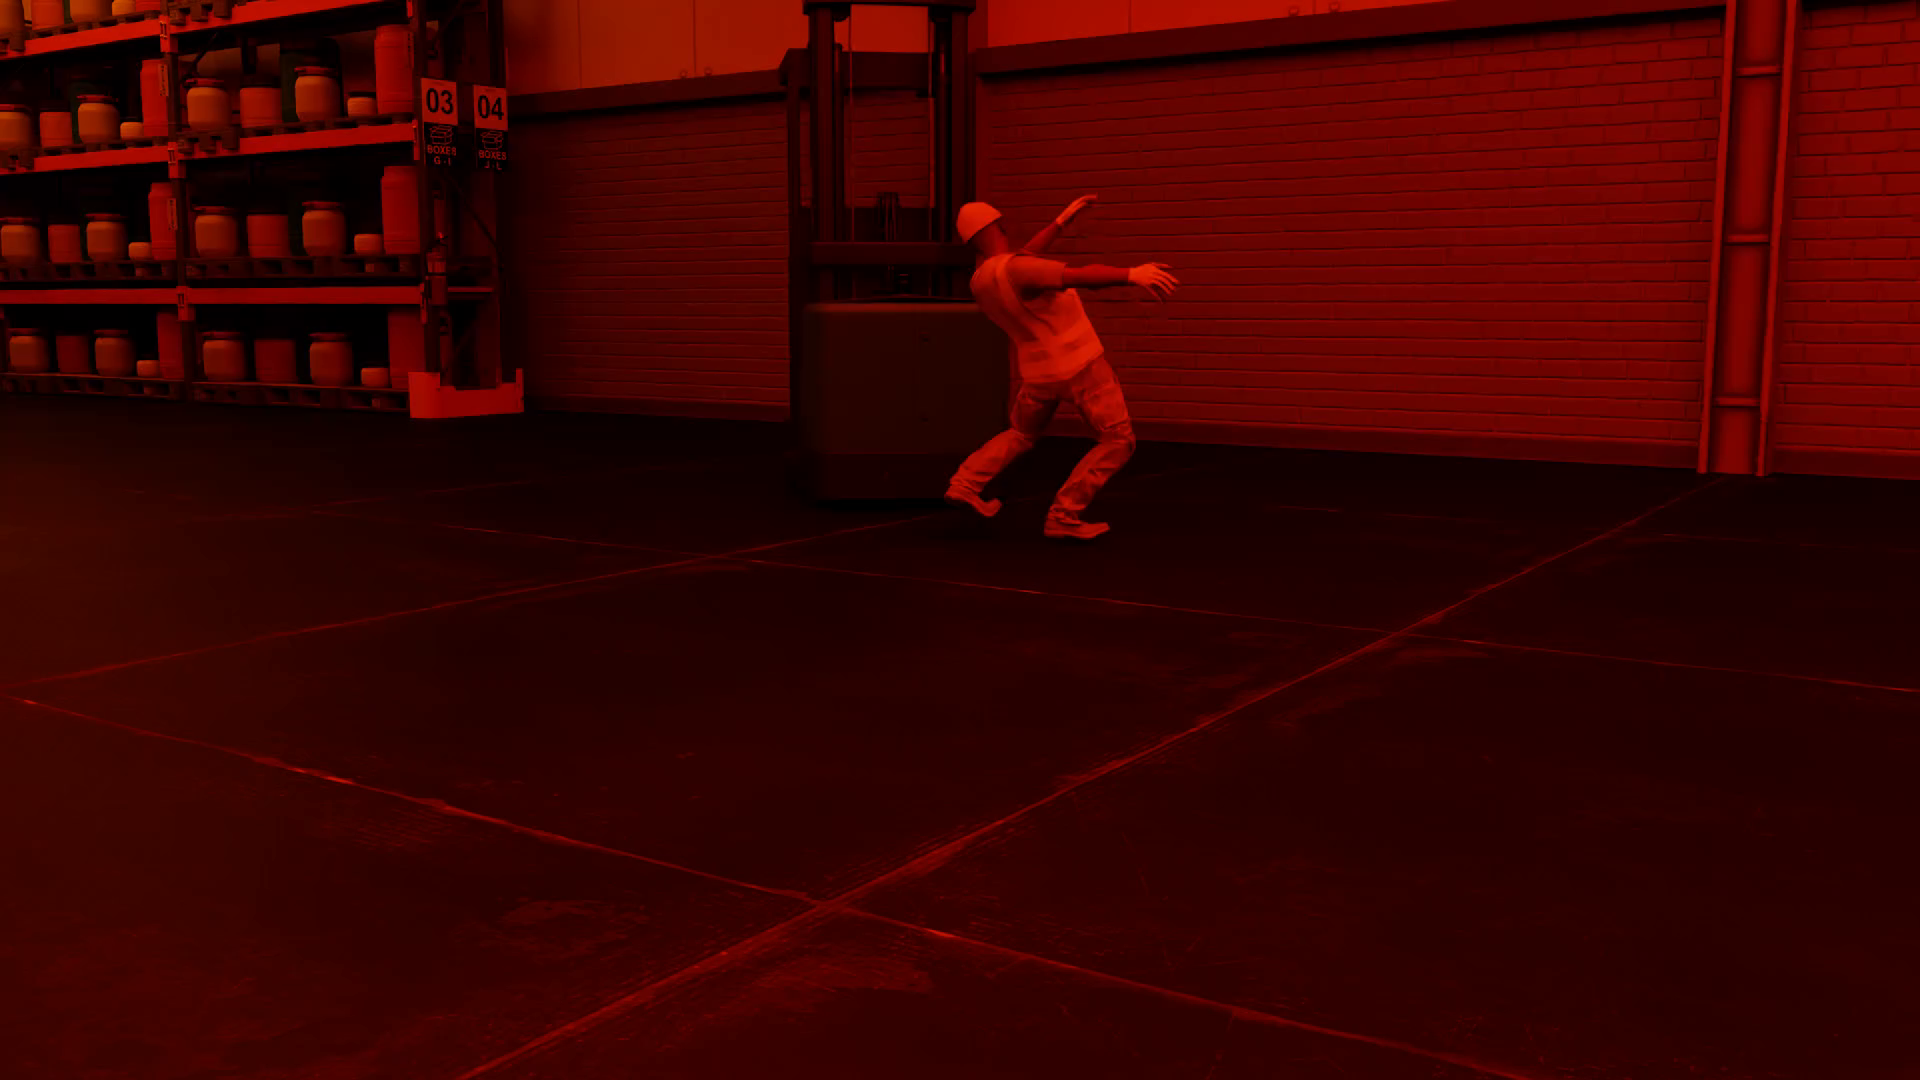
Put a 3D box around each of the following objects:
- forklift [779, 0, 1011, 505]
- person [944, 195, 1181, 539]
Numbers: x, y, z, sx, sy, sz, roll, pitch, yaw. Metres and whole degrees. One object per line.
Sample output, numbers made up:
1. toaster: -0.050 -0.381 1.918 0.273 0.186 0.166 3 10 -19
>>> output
1. forklift: -0.490 -1.807 9.897 1.130 2.935 3.031 -1 8 -10
2. person: 0.496 -0.781 7.457 0.746 1.553 1.131 -6 10 -38
